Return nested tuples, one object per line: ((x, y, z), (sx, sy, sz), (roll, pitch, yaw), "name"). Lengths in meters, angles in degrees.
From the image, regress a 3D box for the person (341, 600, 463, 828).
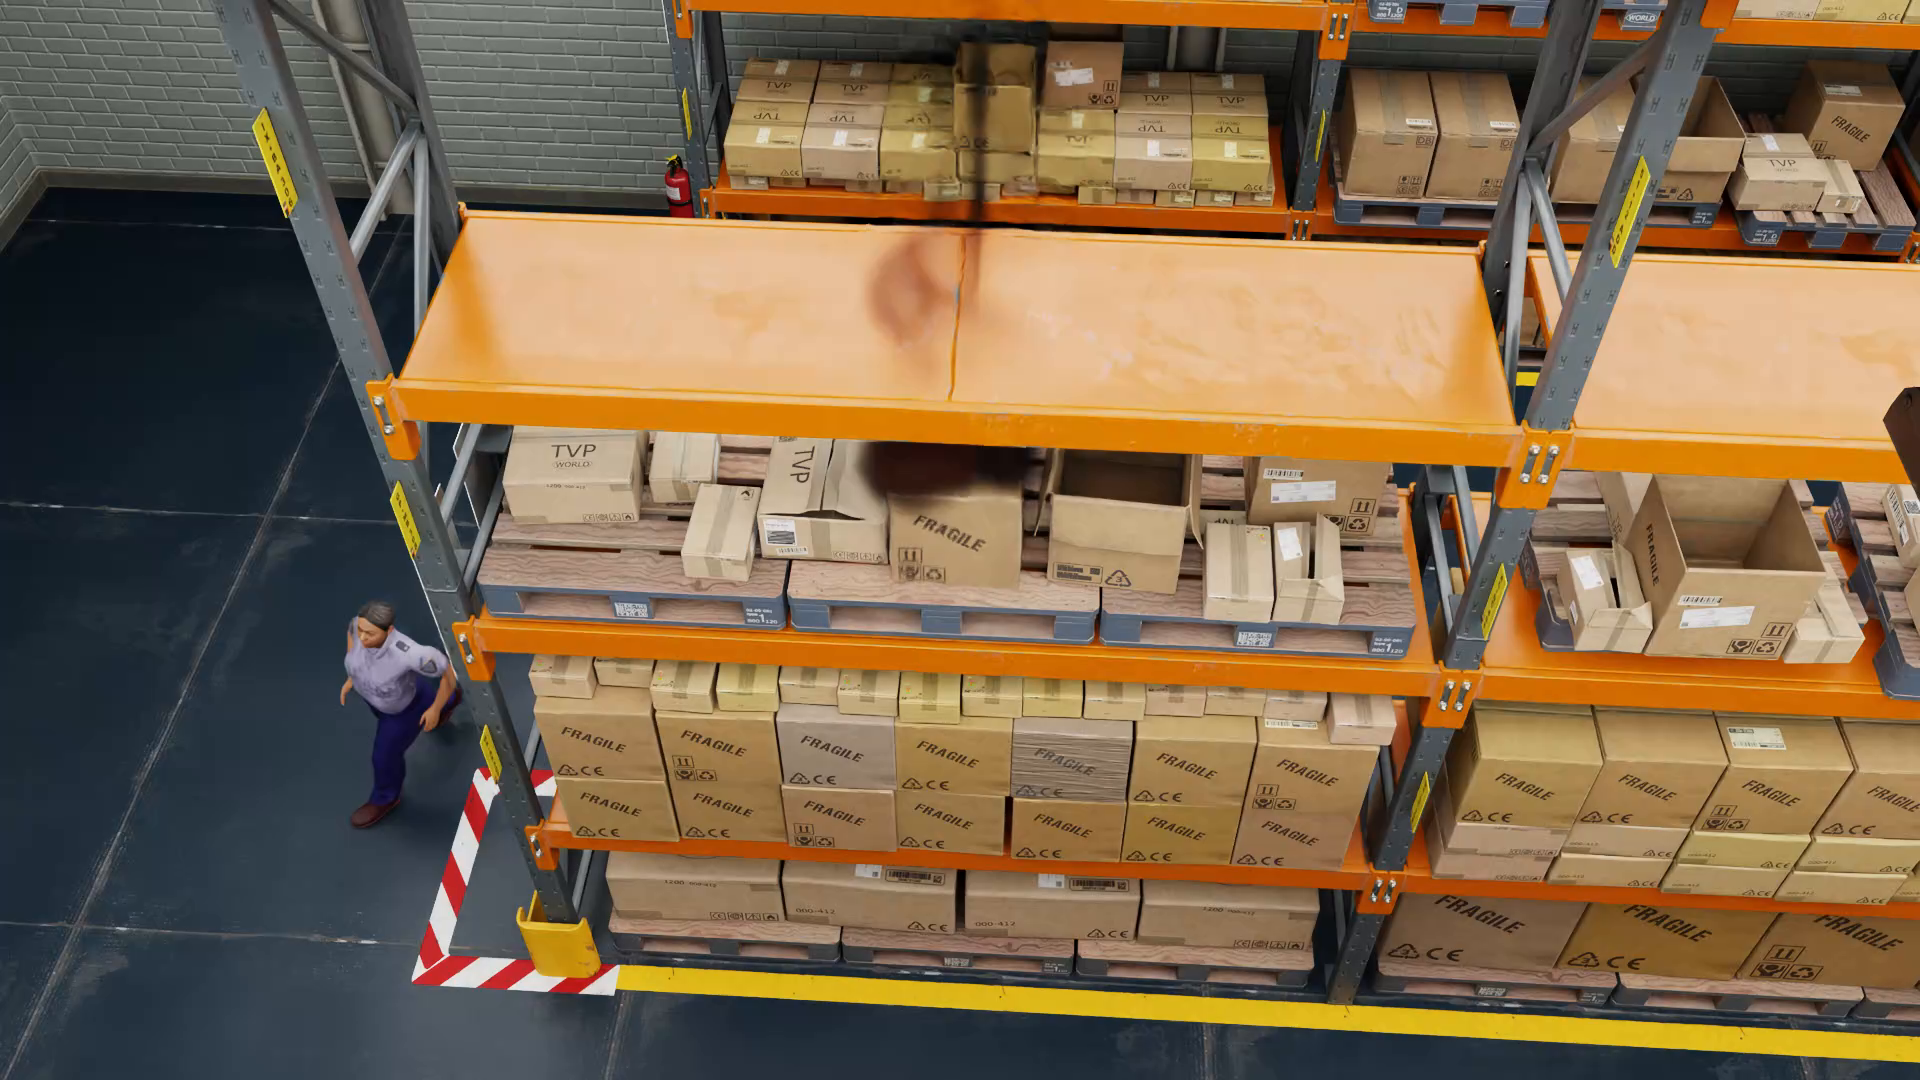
((-2.995, 0.862, 8.873), (0.686, 1.611, 0.922), (30, 55, 25), "person")
